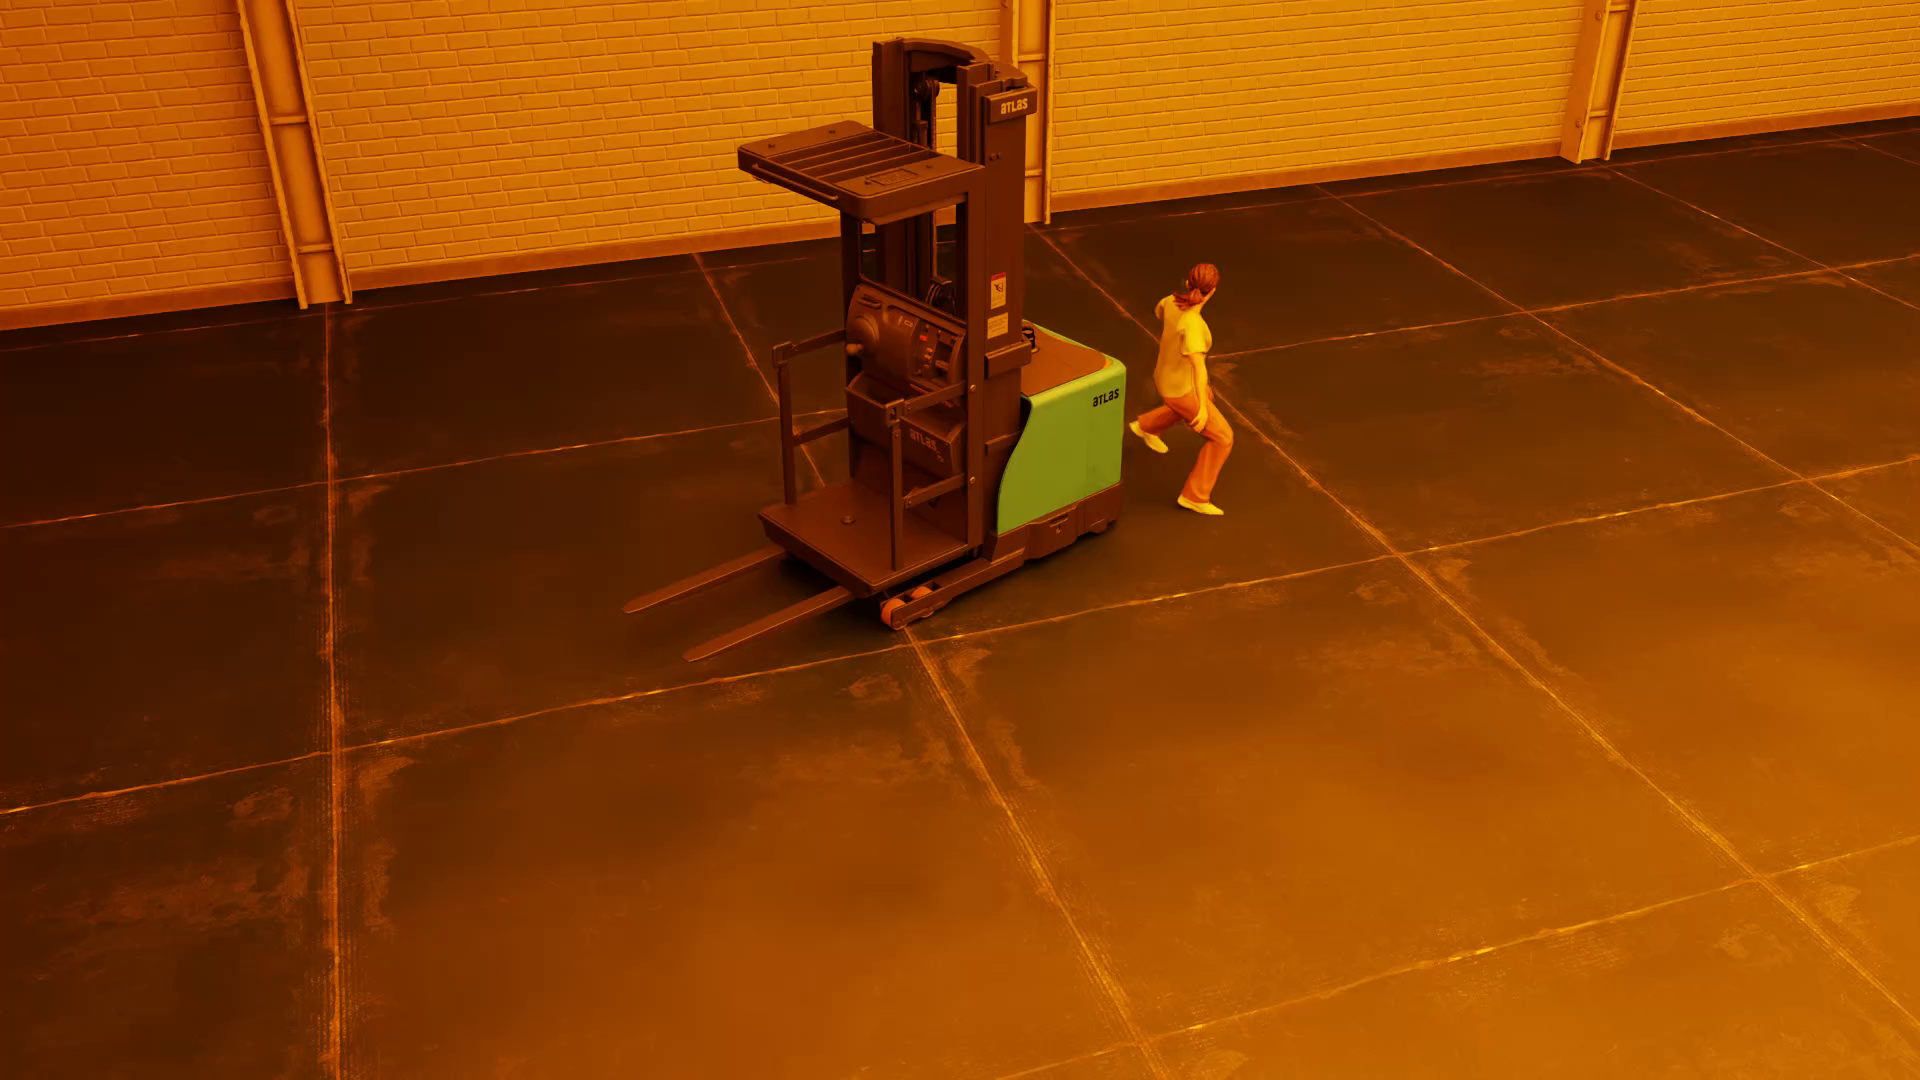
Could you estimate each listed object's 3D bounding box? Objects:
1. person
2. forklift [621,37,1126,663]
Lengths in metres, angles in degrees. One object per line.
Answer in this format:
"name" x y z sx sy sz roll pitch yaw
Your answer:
"person" 1.400 -0.951 10.198 0.501 1.553 1.039 -3 30 -5
"forklift" -0.461 -1.072 8.951 3.031 2.935 1.130 -23 37 -34
